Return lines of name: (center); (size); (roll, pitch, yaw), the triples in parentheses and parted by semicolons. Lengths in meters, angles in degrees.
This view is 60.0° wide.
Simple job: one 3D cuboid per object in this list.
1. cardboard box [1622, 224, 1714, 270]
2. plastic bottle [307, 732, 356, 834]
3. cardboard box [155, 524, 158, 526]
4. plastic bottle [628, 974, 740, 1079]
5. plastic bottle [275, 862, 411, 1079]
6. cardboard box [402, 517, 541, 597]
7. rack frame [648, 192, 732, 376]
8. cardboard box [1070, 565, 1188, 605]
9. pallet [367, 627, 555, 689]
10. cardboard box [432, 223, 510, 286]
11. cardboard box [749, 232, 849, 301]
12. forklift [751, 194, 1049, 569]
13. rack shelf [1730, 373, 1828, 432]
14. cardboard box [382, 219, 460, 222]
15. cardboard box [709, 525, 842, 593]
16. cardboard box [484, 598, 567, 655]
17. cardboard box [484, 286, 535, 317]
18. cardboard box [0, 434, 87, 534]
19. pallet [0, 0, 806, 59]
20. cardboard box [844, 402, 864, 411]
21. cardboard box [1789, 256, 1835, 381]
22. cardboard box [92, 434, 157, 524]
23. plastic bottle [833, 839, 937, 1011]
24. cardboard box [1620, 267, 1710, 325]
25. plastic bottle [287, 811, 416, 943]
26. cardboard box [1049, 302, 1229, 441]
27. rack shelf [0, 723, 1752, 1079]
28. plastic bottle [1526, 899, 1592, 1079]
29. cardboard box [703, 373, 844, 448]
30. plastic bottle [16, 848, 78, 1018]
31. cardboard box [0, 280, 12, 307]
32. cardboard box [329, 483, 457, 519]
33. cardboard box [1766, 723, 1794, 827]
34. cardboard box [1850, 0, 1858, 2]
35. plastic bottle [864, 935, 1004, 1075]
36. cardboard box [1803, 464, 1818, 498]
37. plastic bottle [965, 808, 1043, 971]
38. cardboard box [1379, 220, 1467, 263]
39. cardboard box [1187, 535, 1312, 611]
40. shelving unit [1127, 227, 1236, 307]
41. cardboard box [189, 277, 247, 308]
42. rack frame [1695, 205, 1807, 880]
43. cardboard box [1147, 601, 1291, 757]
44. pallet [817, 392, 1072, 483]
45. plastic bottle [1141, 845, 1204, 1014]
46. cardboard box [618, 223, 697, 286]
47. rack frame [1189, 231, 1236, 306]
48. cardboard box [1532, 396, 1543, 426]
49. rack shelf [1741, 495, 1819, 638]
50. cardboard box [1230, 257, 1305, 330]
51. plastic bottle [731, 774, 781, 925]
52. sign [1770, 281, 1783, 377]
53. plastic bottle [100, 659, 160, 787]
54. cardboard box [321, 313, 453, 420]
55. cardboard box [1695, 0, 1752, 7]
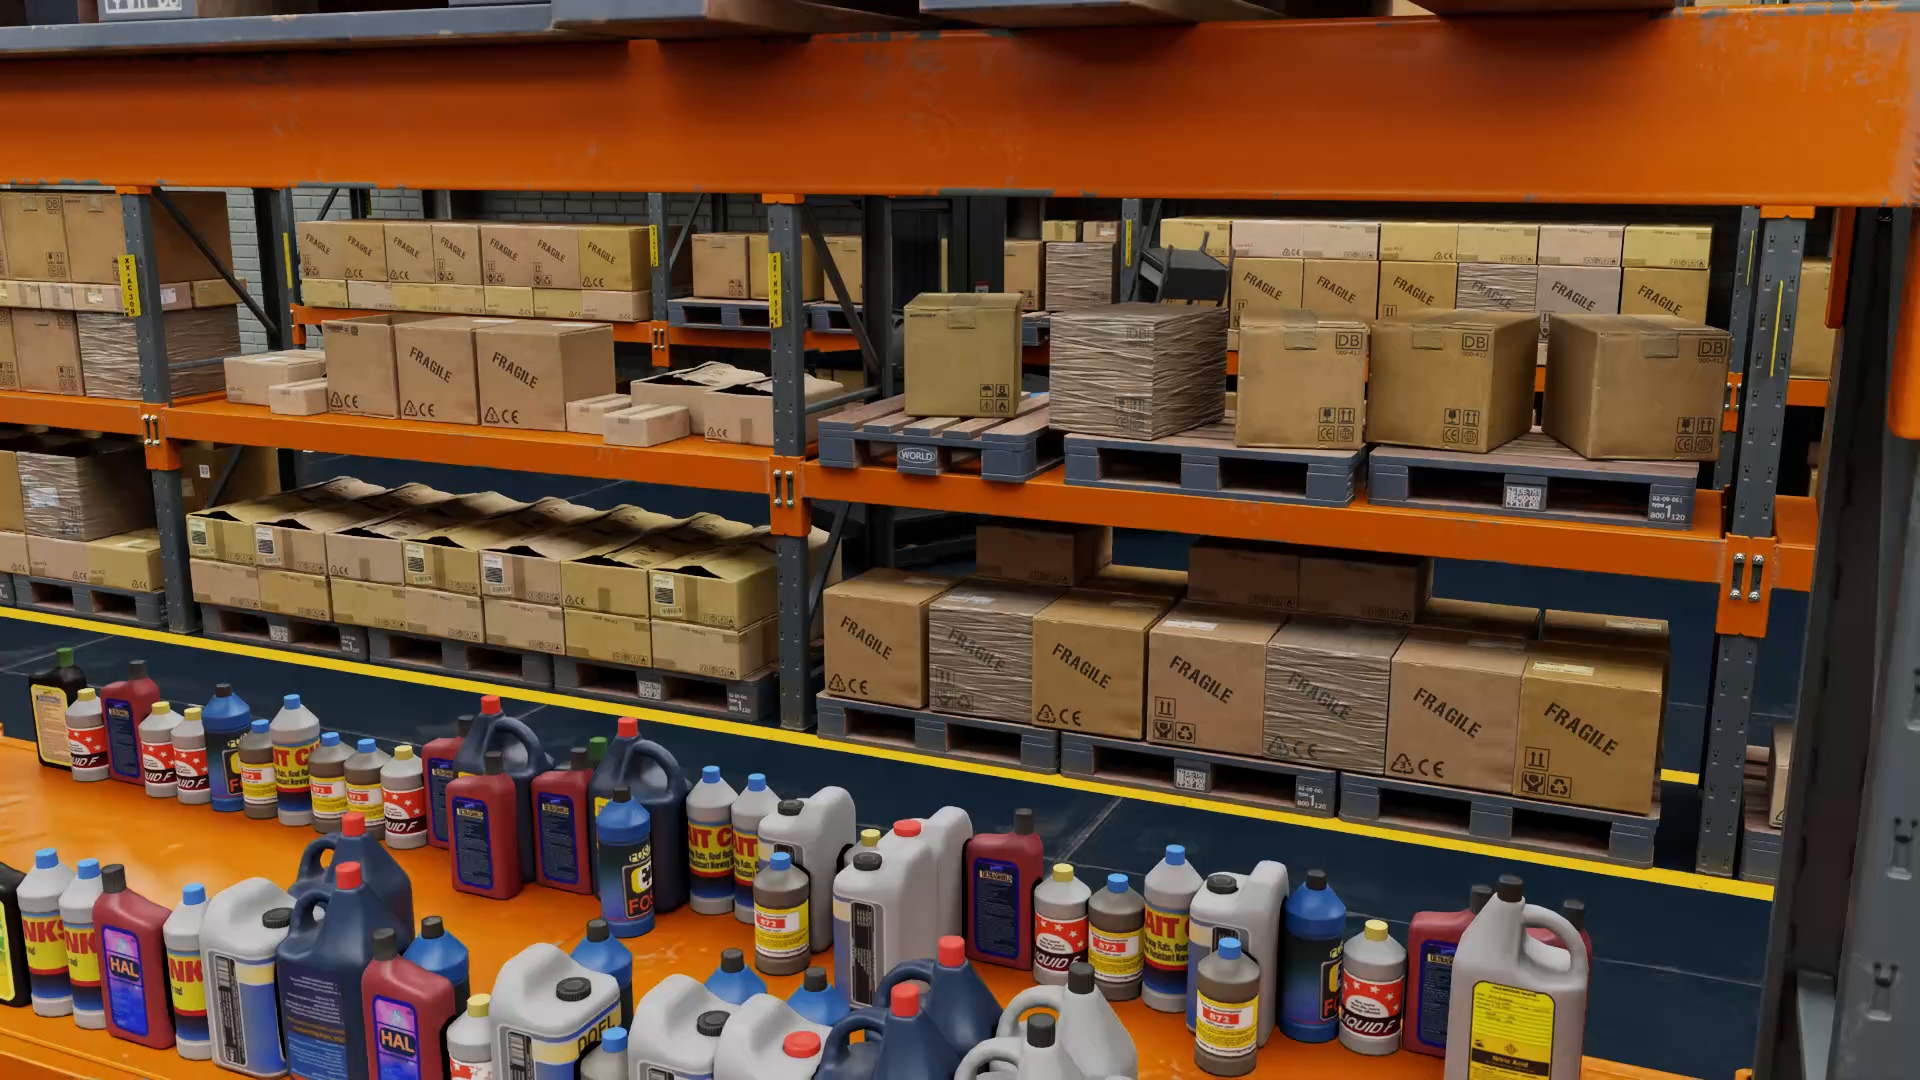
cardboard box: (4.533, -1.880, 10.645); (0.500, 0.250, 0.500); (6, 15, 25)
plastic bottle: (-1.309, 0.503, 3.479); (0.097, 0.201, 0.097); (0, 13, 0)
cardboard box: (-5.010, -0.047, 10.487); (0.500, 0.250, 0.500); (6, 14, 23)
plastic bottle: (-0.358, 0.746, 2.282); (0.135, 0.276, 0.152); (6, 14, 23)
plastic bottle: (-0.929, 0.653, 2.515); (0.185, 0.351, 0.144); (6, 14, 23)
cardboard box: (-2.571, 0.066, 8.778); (0.500, 0.311, 0.500); (6, 15, 25)
rack frame: (-2.251, -2.062, 13.977); (0.127, 3.000, 1.000); (6, 14, 23)
cardboard box: (0.827, 0.431, 7.860); (0.500, 0.500, 0.500); (5, 14, 21)
pallet: (-2.445, 0.503, 9.149); (1.213, 0.211, 1.003); (6, 14, 23)
cardboard box: (-4.199, -2.485, 14.422); (0.500, 0.500, 0.500); (6, 15, 25)
cardboard box: (-1.291, -2.218, 13.457); (0.500, 0.500, 0.700); (7, 15, 29)
forklift: (-0.517, -1.345, 11.073); (3.031, 2.935, 1.130); (-9, 16, -34)
rack shelf: (6.892, -0.787, 10.116); (4.000, 0.370, 1.077); (6, 14, 23)
cardboard box: (-4.934, -2.686, 15.280); (0.500, 0.500, 0.500); (6, 14, 24)
cardboard box: (-0.956, 0.094, 8.659); (0.500, 0.311, 0.500); (6, 15, 25)
cardboard box: (-2.108, 0.385, 8.646); (0.500, 0.250, 0.500); (6, 15, 25)
cardboard box: (-3.725, -2.071, 14.297); (0.500, 0.250, 0.500); (6, 14, 23)
cardboard box: (-5.677, -0.349, 10.136); (0.500, 0.500, 0.500); (6, 14, 23)
pallet: (-0.743, -0.778, 2.349); (1.213, 0.211, 1.003); (6, 14, 23)
cardboard box: (-0.628, -0.902, 13.541); (0.500, 0.500, 0.700); (6, 14, 24)
cardboard box: (5.553, -1.414, 10.560); (0.700, 0.700, 0.980); (6, 14, 24)
cardboard box: (-5.011, -0.411, 10.398); (0.500, 0.500, 0.500); (6, 14, 23)
plastic bottle: (-0.126, 0.631, 2.769); (0.135, 0.276, 0.152); (6, 14, 23)
cardboard box: (4.540, -1.515, 10.732); (0.500, 0.500, 0.500); (6, 14, 22)
plastic bottle: (-0.990, 0.608, 2.703); (0.185, 0.351, 0.144); (6, 14, 23)
cardboard box: (0.784, -0.751, 7.251); (0.500, 0.500, 0.700); (9, 16, 34)
rack shelf: (-0.778, 0.913, 2.875); (4.000, 0.370, 1.077); (6, 14, 23)
plastic bottle: (0.889, 0.681, 2.542); (0.133, 0.283, 0.061); (6, 14, 23)
cardboard box: (-0.911, -0.656, 8.181); (0.500, 0.311, 0.500); (7, 15, 27)
plastic bottle: (-1.491, 0.640, 2.741); (0.097, 0.271, 0.097); (0, 13, 0)
cardboard box: (-5.519, -1.467, 9.800); (0.250, 0.149, 0.380); (6, 14, 23)
cardboard box: (-3.289, -0.142, 9.664); (0.500, 0.311, 0.500); (6, 15, 25)
cardboard box: (3.357, 0.892, 6.310); (0.500, 0.311, 0.500); (6, 14, 23)
cardboard box: (5.797, -3.312, 10.284); (0.500, 0.500, 0.500); (6, 14, 23)
plastic bottle: (-0.032, 0.707, 2.282); (0.185, 0.351, 0.144); (6, 14, 23)
cardboard box: (5.706, -0.219, 10.674); (0.500, 0.500, 0.700); (6, 14, 24)
plastic bottle: (0.077, 0.599, 2.892); (0.133, 0.283, 0.061); (6, 14, 23)
cardboard box: (3.137, -2.024, 11.257); (0.500, 0.250, 0.500); (5, 14, 22)
cardboard box: (1.344, 0.116, 7.560); (0.500, 0.250, 0.500); (5, 14, 22)
shelving unit: (1.355, -1.086, 11.565); (0.503, 2.100, 0.431); (-1, 28, -24)
cardboard box: (-4.421, -1.457, 9.759); (0.250, 0.149, 0.380); (6, 14, 23)
rack frame: (3.061, -0.287, 6.411); (0.127, 3.000, 1.000); (6, 14, 23)
cardboard box: (1.121, 0.589, 7.185); (0.500, 0.500, 0.500); (5, 14, 21)
pallet: (0.052, -0.516, 7.806); (1.003, 0.211, 1.213); (6, 14, 23)
plastic bottle: (0.353, 0.637, 2.755); (0.097, 0.271, 0.097); (0, 13, 0)
cardboard box: (-2.596, -2.451, 14.277); (0.500, 0.500, 0.500); (5, 14, 22)
rack frame: (1.578, -1.091, 11.664); (0.015, 2.100, 0.400); (-1, 28, -24)
cardboard box: (3.603, -0.594, 11.508); (0.750, 0.750, 0.750); (6, 15, 25)
rack shelf: (4.889, 0.248, 5.705); (4.000, 0.370, 1.077); (6, 14, 23)
cardboard box: (2.222, -1.746, 11.718); (0.500, 0.500, 0.500); (6, 15, 25)
plastic bottle: (-0.371, 0.564, 3.067); (0.097, 0.271, 0.097); (0, 13, 0)
sign: (2.839, -0.734, 5.784); (0.005, 0.325, 0.100); (6, 14, 23)
plastic bottle: (-1.852, 0.404, 3.724); (0.133, 0.283, 0.061); (6, 14, 23)
cardboard box: (-3.076, -0.953, 9.030); (0.500, 0.500, 0.500); (7, 15, 27)
cardboard box: (2.630, -2.111, 6.262); (0.600, 0.600, 0.600); (4, 14, 18)
